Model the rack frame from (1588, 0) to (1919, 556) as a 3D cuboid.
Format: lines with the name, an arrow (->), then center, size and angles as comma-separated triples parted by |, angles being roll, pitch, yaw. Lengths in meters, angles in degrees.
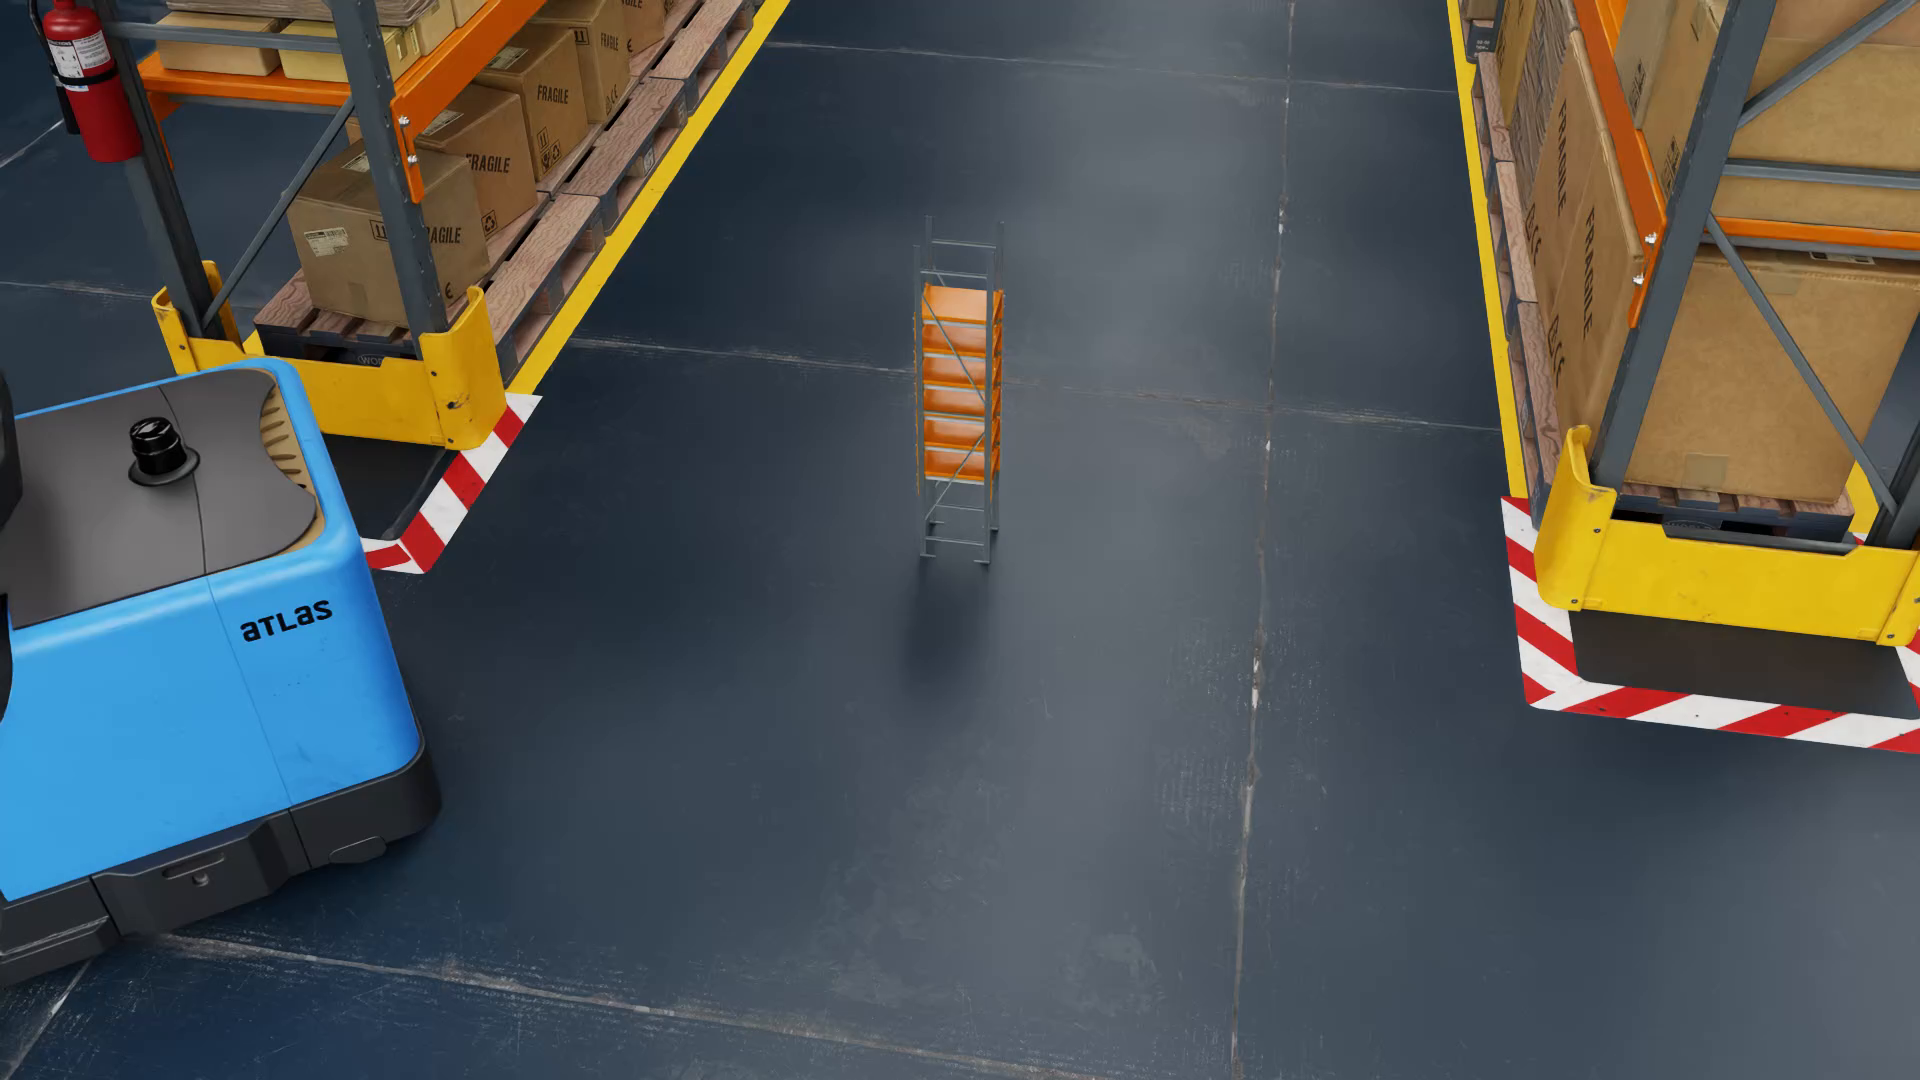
rack frame -> 2.526, -0.995, 4.599 | 1.000, 3.000, 0.127 | 6, 40, 8

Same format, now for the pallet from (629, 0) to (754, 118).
pallet -> -1.731, -2.616, 8.748 | 1.003, 0.211, 1.213 | 6, 40, 8

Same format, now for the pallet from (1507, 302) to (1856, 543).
pallet -> 2.587, -0.431, 6.105 | 1.003, 0.211, 1.213 | 6, 40, 8

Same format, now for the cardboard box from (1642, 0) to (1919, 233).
cardboard box -> 2.545, -1.291, 4.839 | 0.875, 0.550, 0.550 | 6, 40, 8

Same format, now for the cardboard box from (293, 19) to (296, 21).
cardboard box -> -2.452, -1.867, 5.851 | 0.380, 0.149, 0.250 | 6, 40, 8

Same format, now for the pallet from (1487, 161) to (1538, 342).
pallet -> 2.801, -1.194, 7.029 | 1.003, 0.211, 1.213 | 6, 40, 8

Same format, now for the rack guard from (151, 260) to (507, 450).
rack guard -> -2.329, -0.690, 6.192 | 1.175, 0.500, 0.348 | 6, 40, 8

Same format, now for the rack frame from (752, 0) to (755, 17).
rack frame -> -1.650, -4.116, 8.374 | 1.000, 3.000, 0.127 | 6, 40, 8

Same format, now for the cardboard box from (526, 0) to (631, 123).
cardboard box -> -1.880, -2.309, 7.821 | 0.500, 0.500, 0.500 | 3, 40, 4

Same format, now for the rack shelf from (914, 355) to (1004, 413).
rack shelf -> -0.002, -0.512, 5.309 | 0.258, 0.103, 0.180 | 6, 40, 8

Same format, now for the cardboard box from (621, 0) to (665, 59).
cardboard box -> -1.850, -2.707, 8.302 | 0.500, 0.500, 0.500 | 19, 43, 21

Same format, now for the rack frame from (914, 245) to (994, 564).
rack frame -> -0.018, -0.396, 5.287 | 0.240, 1.200, 0.006 | 6, 40, 8

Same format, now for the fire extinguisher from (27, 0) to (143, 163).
fire extinguisher -> -2.815, -1.554, 5.337 | 0.296, 0.674, 0.183 | 6, 40, 8

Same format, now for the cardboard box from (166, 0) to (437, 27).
cardboard box -> -2.220, -2.101, 5.625 | 0.875, 0.500, 0.500 | 6, 40, 8

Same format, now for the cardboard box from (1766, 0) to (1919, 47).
cardboard box -> 2.628, -1.698, 4.484 | 0.875, 0.550, 0.550 | 6, 40, 8

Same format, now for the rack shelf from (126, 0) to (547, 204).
rack shelf -> -1.996, -2.583, 7.085 | 1.077, 0.370, 4.000 | 6, 40, 8

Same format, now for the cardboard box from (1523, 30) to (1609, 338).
cardboard box -> 2.728, -1.323, 6.334 | 0.875, 0.875, 0.875 | 6, 40, 7

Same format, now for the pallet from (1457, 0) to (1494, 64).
pallet -> 3.277, -2.923, 9.120 | 1.003, 0.211, 1.213 | 6, 40, 8

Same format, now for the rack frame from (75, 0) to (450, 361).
rack frame -> -2.342, -1.605, 5.338 | 1.000, 3.000, 0.127 | 6, 40, 8

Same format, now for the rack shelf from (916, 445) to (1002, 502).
rack shelf -> -0.003, -0.234, 5.538 | 0.258, 0.103, 0.180 | 6, 40, 8

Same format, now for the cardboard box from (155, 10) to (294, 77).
cardboard box -> -2.496, -1.710, 5.661 | 0.380, 0.149, 0.250 | 6, 40, 8

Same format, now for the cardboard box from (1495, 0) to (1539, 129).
cardboard box -> 3.040, -2.461, 7.711 | 0.875, 0.875, 0.875 | 7, 40, 8

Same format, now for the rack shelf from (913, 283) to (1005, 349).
rack shelf -> -0.002, -0.697, 5.156 | 0.258, 0.103, 0.180 | 6, 40, 8

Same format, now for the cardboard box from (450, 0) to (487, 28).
cardboard box -> -1.937, -1.971, 5.977 | 0.380, 0.149, 0.250 | 6, 40, 8

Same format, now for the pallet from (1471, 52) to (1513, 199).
pallet -> 3.009, -1.962, 7.957 | 1.003, 0.211, 1.213 | 6, 40, 8

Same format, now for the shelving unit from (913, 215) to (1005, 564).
shelving unit -> -0.002, -0.453, 5.357 | 0.258, 1.200, 0.189 | 6, 40, 8

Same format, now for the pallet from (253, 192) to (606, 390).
pallet -> -2.153, -1.084, 6.896 | 1.003, 0.211, 1.213 | 6, 40, 8

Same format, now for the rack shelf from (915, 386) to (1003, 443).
rack shelf -> -0.002, -0.419, 5.385 | 0.258, 0.103, 0.180 | 6, 40, 8

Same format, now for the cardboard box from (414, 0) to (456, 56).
cardboard box -> -1.995, -1.816, 5.789 | 0.380, 0.149, 0.250 | 6, 40, 8

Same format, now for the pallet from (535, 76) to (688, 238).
pallet -> -1.940, -1.848, 7.819 | 1.003, 0.211, 1.213 | 6, 40, 8

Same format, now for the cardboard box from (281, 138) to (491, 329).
cardboard box -> -2.217, -1.194, 6.472 | 0.500, 0.500, 0.500 | 14, 41, 16

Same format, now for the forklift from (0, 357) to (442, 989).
forklift -> -3.022, -0.140, 3.620 | 3.031, 2.935, 1.130 | -18, 43, -21

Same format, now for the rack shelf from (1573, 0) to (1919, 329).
rack shelf -> 2.872, -1.973, 6.347 | 1.077, 0.370, 4.000 | 6, 40, 8

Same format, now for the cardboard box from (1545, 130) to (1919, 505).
cardboard box -> 2.578, -0.771, 5.666 | 0.875, 0.875, 0.875 | 7, 40, 8

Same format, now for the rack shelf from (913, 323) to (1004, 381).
rack shelf -> -0.002, -0.604, 5.232 | 0.258, 0.103, 0.180 | 6, 40, 8

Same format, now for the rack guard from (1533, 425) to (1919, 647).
rack guard -> 2.522, -0.016, 5.378 | 1.175, 0.500, 0.348 | 6, 40, 8

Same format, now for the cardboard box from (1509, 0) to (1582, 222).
cardboard box -> 2.888, -1.895, 7.026 | 0.875, 0.875, 0.875 | 7, 40, 8

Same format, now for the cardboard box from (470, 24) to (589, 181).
cardboard box -> -2.021, -1.964, 7.403 | 0.500, 0.500, 0.500 | 10, 41, 12

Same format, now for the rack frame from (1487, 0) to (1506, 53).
rack frame -> 3.218, -3.505, 7.636 | 1.000, 3.000, 0.127 | 6, 40, 8

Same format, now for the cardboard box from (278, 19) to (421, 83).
cardboard box -> -2.058, -1.661, 5.602 | 0.380, 0.149, 0.250 | 6, 40, 8

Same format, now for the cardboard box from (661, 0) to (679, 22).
cardboard box -> -1.758, -3.067, 8.738 | 0.500, 0.500, 0.500 | 5, 40, 6

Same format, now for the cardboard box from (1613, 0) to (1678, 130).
cardboard box -> 2.619, -1.638, 5.260 | 0.875, 0.550, 0.550 | 6, 40, 8

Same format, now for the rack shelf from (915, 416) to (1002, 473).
rack shelf -> -0.003, -0.327, 5.461 | 0.258, 0.103, 0.180 | 6, 40, 8

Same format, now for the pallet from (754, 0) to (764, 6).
pallet -> -1.516, -3.530, 9.854 | 1.003, 0.211, 1.213 | 6, 40, 8

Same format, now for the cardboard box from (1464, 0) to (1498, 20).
cardboard box -> 3.237, -3.200, 8.702 | 1.050, 0.750, 0.750 | 6, 40, 7

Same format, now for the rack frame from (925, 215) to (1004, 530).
rack frame -> 0.013, -0.511, 5.426 | 0.240, 1.200, 0.006 | 6, 40, 8

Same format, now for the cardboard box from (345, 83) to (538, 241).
cardboard box -> -2.148, -1.573, 6.930 | 0.500, 0.500, 0.500 | 17, 42, 19
